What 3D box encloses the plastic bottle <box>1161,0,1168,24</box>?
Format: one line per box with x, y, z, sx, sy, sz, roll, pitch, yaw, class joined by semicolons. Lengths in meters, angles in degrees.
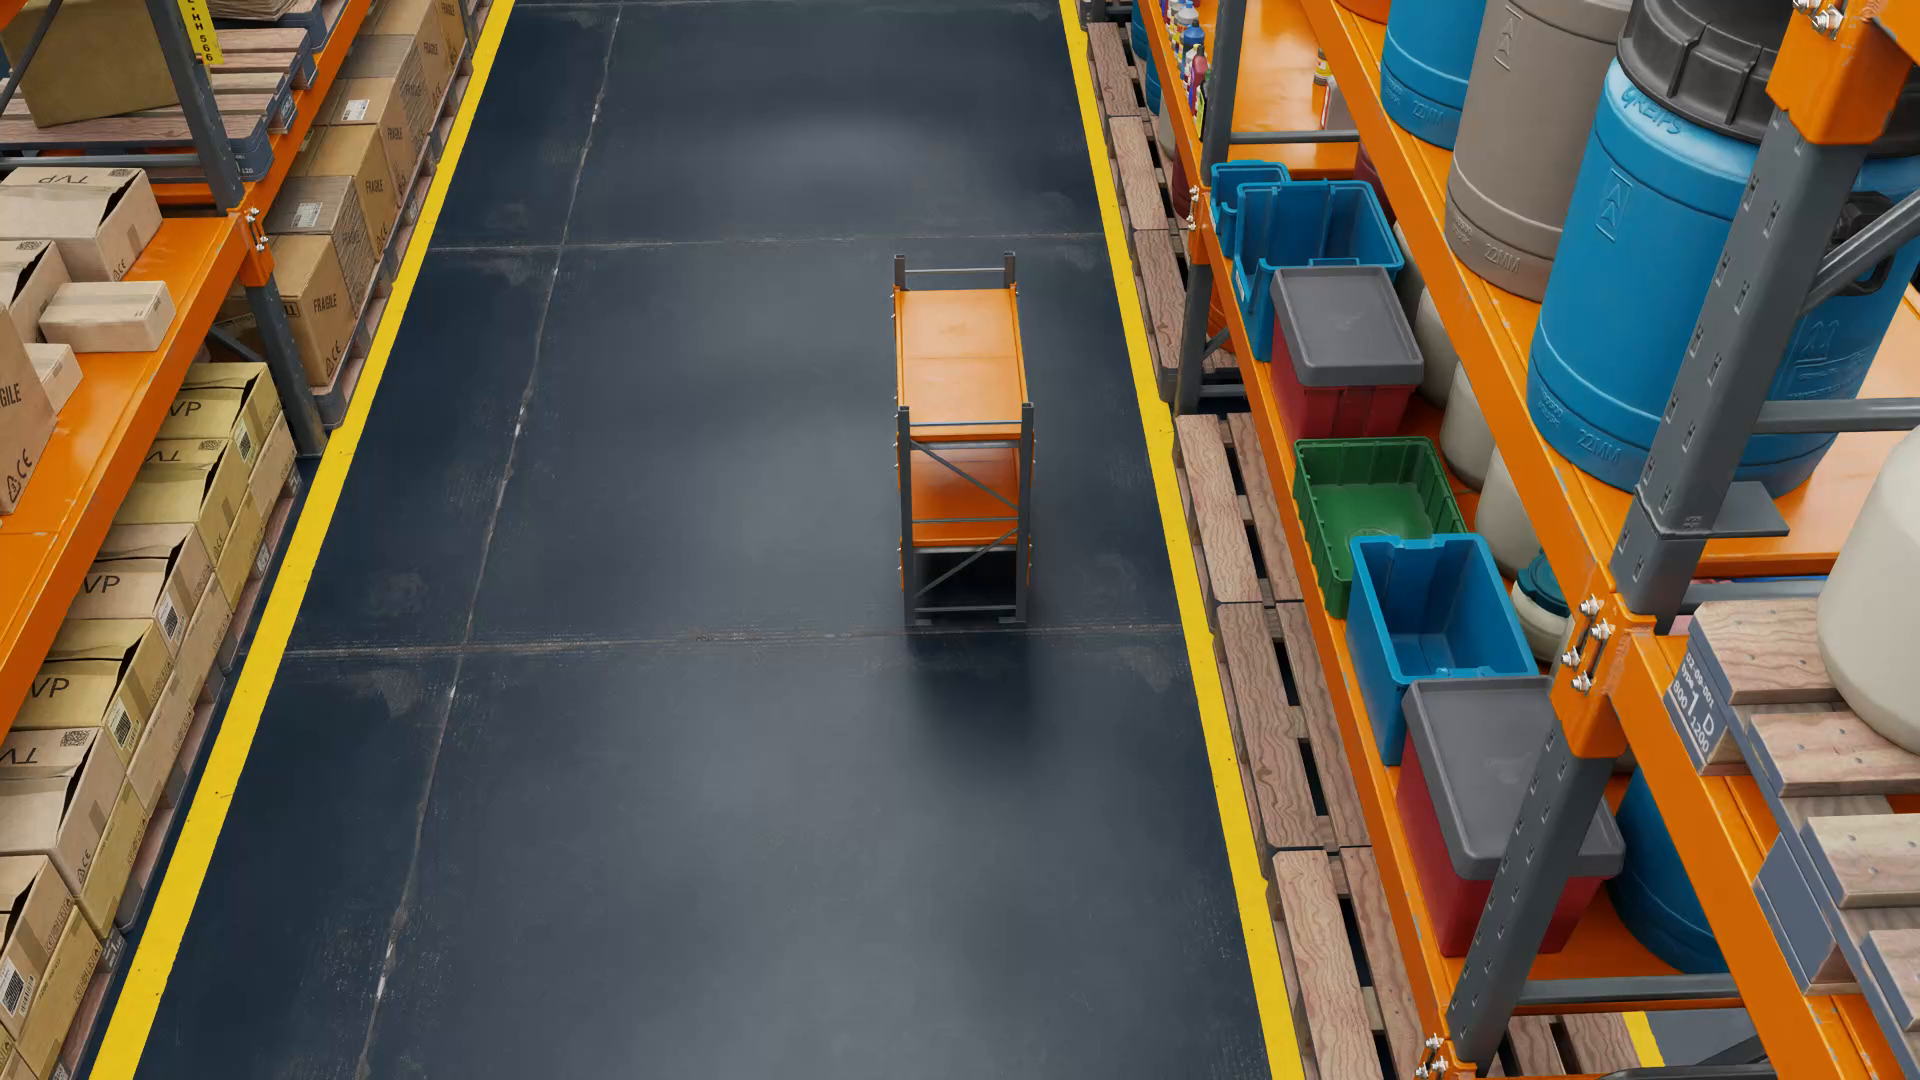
1.015;-2.641;7.997;0.061;0.283;0.133;-2;43;-2;plastic bottle

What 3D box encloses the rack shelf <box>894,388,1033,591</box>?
0.000;-0.239;7.040;0.538;0.278;1.000;-2;43;-2;rack shelf

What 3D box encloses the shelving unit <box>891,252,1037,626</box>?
0.000;-0.419;6.875;0.538;1.125;1.048;-2;43;-2;shelving unit

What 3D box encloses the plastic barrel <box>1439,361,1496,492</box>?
1.806;-0.440;5.410;0.433;0.535;0.433;0;43;0;plastic barrel

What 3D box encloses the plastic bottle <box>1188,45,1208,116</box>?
1.054;-2.025;7.325;0.061;0.283;0.133;-2;43;-2;plastic bottle

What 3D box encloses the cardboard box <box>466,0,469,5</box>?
-3.413;-3.673;10.701;0.500;0.311;0.500;-2;43;-2;cardboard box

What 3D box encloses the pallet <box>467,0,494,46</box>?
-3.640;-3.648;11.073;1.003;0.211;1.213;-2;43;-2;pallet

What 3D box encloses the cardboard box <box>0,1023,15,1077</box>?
-3.041;1.555;4.643;0.500;0.311;0.500;-2;43;-2;cardboard box

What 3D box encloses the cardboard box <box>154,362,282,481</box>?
-3.173;-0.513;6.899;0.500;0.311;0.500;-1;43;-1;cardboard box

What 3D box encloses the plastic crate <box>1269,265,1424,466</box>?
1.270;-0.575;5.610;0.402;0.464;0.583;-2;43;-2;plastic crate

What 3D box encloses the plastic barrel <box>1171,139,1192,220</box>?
1.422;-2.009;8.696;0.600;0.588;0.708;-2;43;-2;plastic barrel

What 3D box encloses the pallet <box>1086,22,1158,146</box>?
1.329;-2.801;10.150;1.003;0.211;1.213;-2;43;-2;pallet

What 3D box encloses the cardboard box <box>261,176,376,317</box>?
-3.203;-1.421;8.105;0.500;0.500;0.500;-3;43;-3;cardboard box

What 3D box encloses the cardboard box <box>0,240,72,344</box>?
-3.597;-0.869;6.044;0.500;0.311;0.500;-2;43;-2;cardboard box

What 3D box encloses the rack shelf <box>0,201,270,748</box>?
-3.357;0.104;5.449;1.077;0.370;4.000;-2;43;-2;rack shelf

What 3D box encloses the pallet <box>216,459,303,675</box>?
-3.446;0.073;7.014;1.003;0.211;1.213;-2;43;-2;pallet

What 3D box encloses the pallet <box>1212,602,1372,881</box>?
1.550;0.722;6.306;1.003;0.211;1.213;-2;43;-2;pallet

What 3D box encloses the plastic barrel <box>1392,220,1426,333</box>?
1.764;-1.004;6.043;0.421;0.512;0.421;0;43;0;plastic barrel

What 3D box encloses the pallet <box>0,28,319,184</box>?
-3.541;-1.896;7.241;1.213;0.211;1.003;-2;43;-2;pallet

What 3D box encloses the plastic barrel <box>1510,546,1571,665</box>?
1.774;0.202;4.912;0.301;0.262;0.301;0;43;0;plastic barrel

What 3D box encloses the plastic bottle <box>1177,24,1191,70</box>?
1.055;-2.270;7.654;0.097;0.201;0.097;0;43;0;plastic bottle

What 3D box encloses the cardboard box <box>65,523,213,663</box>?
-3.126;0.179;6.144;0.500;0.311;0.500;-2;43;-2;cardboard box

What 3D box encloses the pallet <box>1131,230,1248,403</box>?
1.432;-1.154;8.353;1.003;0.211;1.213;-2;43;-2;pallet

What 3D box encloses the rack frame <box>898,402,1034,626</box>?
0.021;-0.076;6.500;0.500;1.125;0.032;-2;43;-2;rack frame

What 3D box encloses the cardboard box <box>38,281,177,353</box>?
-3.127;-0.820;6.110;0.380;0.149;0.250;-2;43;-2;cardboard box

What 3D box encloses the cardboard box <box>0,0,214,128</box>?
-3.581;-2.125;6.964;0.700;0.500;0.500;-15;45;-16;cardboard box

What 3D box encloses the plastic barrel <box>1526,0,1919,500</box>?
1.439;-0.578;3.070;0.600;0.901;0.708;-2;43;-2;plastic barrel

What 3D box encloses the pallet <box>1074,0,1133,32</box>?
1.267;-3.819;11.260;1.003;0.211;1.213;-2;43;-2;pallet

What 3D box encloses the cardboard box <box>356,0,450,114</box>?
-3.292;-2.794;9.602;0.500;0.500;0.500;-2;43;-2;cardboard box

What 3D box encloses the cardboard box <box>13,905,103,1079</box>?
-3.062;1.423;5.202;0.500;0.250;0.500;-1;43;-1;cardboard box

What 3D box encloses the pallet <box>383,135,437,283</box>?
-3.484;-1.810;9.069;1.003;0.211;1.213;-2;43;-2;pallet

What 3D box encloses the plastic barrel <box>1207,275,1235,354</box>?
1.470;-1.336;7.783;0.600;0.830;0.708;-2;43;-2;plastic barrel

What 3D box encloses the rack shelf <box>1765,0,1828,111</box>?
1.592;-2.100;3.710;1.077;0.370;4.000;-2;43;-2;rack shelf

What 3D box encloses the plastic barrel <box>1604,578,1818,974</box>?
1.963;0.595;4.010;0.600;0.901;0.708;-2;43;-2;plastic barrel

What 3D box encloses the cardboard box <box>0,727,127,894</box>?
-3.080;0.867;5.393;0.500;0.311;0.500;-3;43;-3;cardboard box

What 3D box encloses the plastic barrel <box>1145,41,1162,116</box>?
1.374;-2.887;9.422;0.600;0.901;0.708;-2;43;-2;plastic barrel

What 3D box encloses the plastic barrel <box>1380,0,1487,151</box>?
1.383;-1.462;4.034;0.600;0.901;0.708;-2;43;-2;plastic barrel

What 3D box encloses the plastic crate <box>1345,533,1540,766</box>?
1.320;0.319;4.694;0.392;0.384;0.575;-2;43;-2;plastic crate

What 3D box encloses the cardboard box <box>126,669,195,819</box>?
-3.107;0.730;5.958;0.500;0.250;0.500;-1;43;-1;cardboard box

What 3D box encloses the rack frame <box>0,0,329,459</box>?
-3.442;-1.512;6.679;1.000;3.000;0.127;-2;43;-2;rack frame

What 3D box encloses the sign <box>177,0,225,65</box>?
-2.887;-1.957;6.308;0.100;0.325;0.005;-2;43;-2;sign

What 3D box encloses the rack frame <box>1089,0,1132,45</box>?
1.337;-4.352;9.778;1.000;3.000;0.127;-2;43;-2;rack frame

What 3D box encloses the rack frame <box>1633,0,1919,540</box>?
1.677;-1.162;1.858;1.000;3.000;0.127;-2;43;-2;rack frame

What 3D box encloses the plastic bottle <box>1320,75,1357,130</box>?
1.660;-1.902;7.197;0.152;0.276;0.135;-2;43;-2;plastic bottle

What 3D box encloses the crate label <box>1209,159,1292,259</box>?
1.151;-1.294;6.566;0.303;0.233;0.416;-2;43;-2;crate label

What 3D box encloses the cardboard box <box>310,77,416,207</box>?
-3.247;-2.112;8.859;0.500;0.500;0.500;-3;43;-3;cardboard box

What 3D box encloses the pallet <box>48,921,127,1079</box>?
-3.342;1.720;5.217;1.003;0.211;1.213;-2;43;-2;pallet

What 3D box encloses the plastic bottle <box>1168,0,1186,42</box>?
1.043;-2.467;7.869;0.097;0.201;0.097;0;43;0;plastic bottle

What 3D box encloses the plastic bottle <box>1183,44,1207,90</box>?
1.063;-2.139;7.510;0.097;0.201;0.097;0;43;0;plastic bottle

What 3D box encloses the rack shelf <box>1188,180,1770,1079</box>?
1.592;-0.036;5.602;1.077;0.370;4.000;-2;43;-2;rack shelf

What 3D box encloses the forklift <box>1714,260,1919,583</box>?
3.117;-1.220;6.411;1.130;2.935;3.031;-1;43;-2;forklift

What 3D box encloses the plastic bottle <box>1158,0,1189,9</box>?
1.050;-2.774;8.093;0.144;0.351;0.185;-2;43;-2;plastic bottle

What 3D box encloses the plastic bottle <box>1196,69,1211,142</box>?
1.064;-1.869;7.155;0.061;0.283;0.133;-2;43;-2;plastic bottle

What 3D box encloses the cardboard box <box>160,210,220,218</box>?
-3.723;-1.691;7.845;0.500;0.250;0.500;0;43;0;cardboard box

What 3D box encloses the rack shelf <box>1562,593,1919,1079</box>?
1.762;1.559;1.642;1.077;0.370;4.000;-2;43;-2;rack shelf

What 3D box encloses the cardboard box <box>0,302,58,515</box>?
-3.354;-0.416;5.410;0.500;0.500;0.500;-4;43;-4;cardboard box

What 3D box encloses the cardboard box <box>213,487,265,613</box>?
-3.150;0.043;6.707;0.500;0.250;0.500;-2;43;-2;cardboard box
